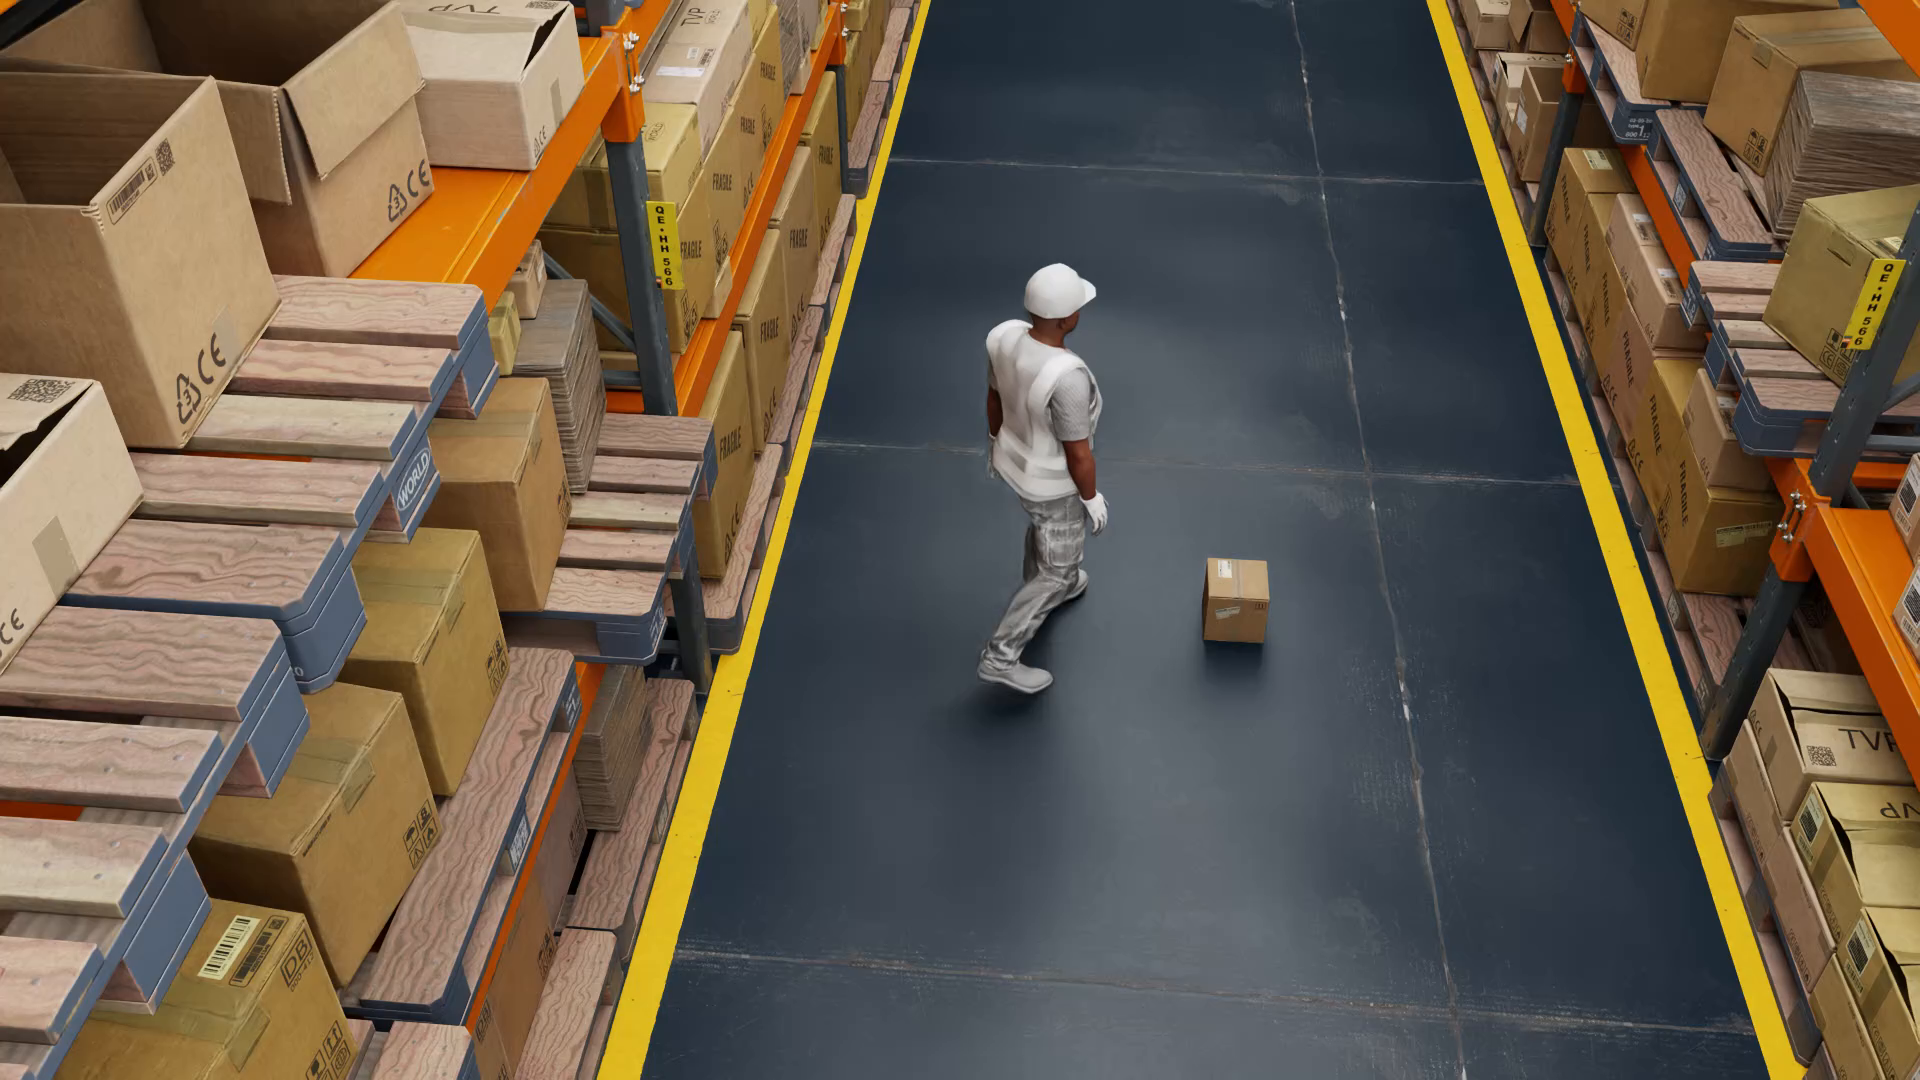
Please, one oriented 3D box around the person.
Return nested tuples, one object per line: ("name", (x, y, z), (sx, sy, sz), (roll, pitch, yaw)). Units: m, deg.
("person", (0.319, -0.252, 6.447), (0.778, 1.766, 0.671), (-20, 44, -22))
